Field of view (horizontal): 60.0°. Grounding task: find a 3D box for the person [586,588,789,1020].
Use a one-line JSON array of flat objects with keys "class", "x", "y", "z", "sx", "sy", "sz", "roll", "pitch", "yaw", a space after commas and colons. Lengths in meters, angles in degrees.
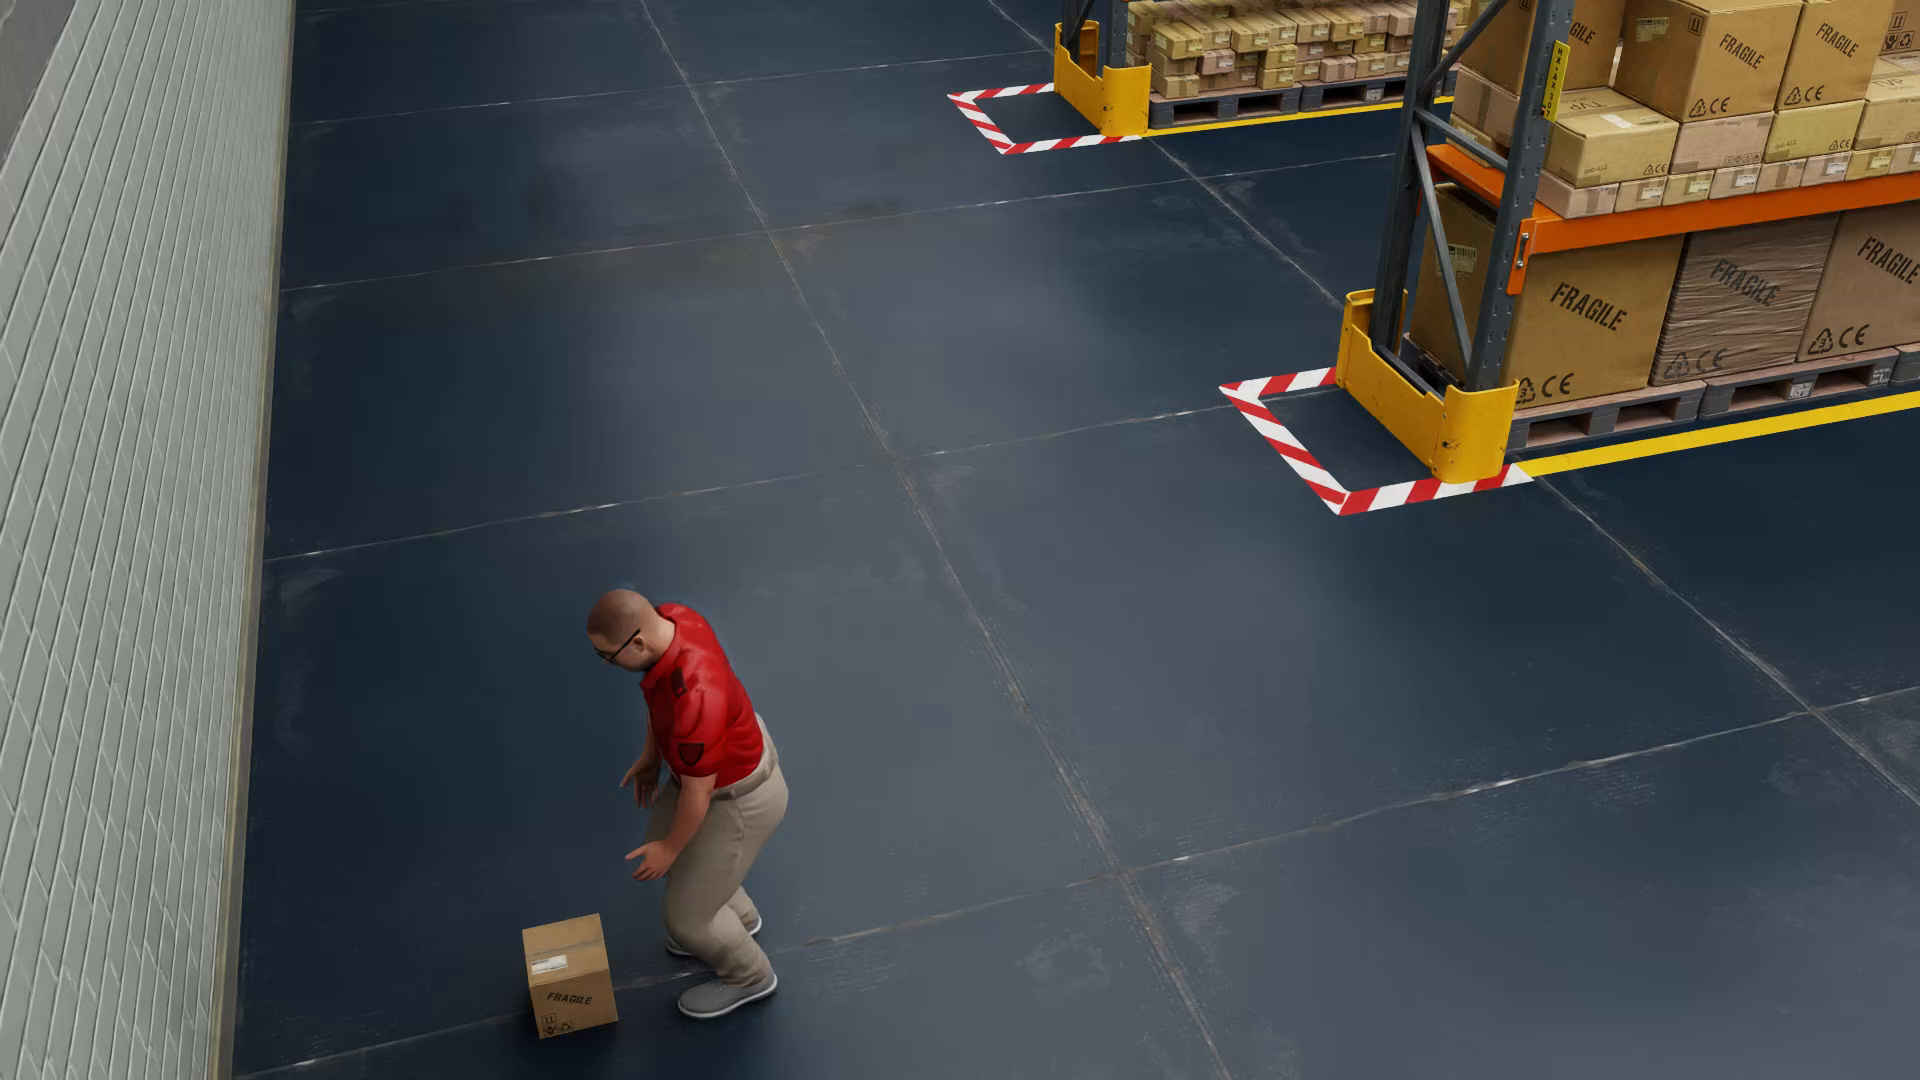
[{"class": "person", "x": -0.792, "y": 0.788, "z": 5.097, "sx": 0.526, "sy": 1.607, "sz": 0.575, "roll": -9, "pitch": 35, "yaw": -14}]
